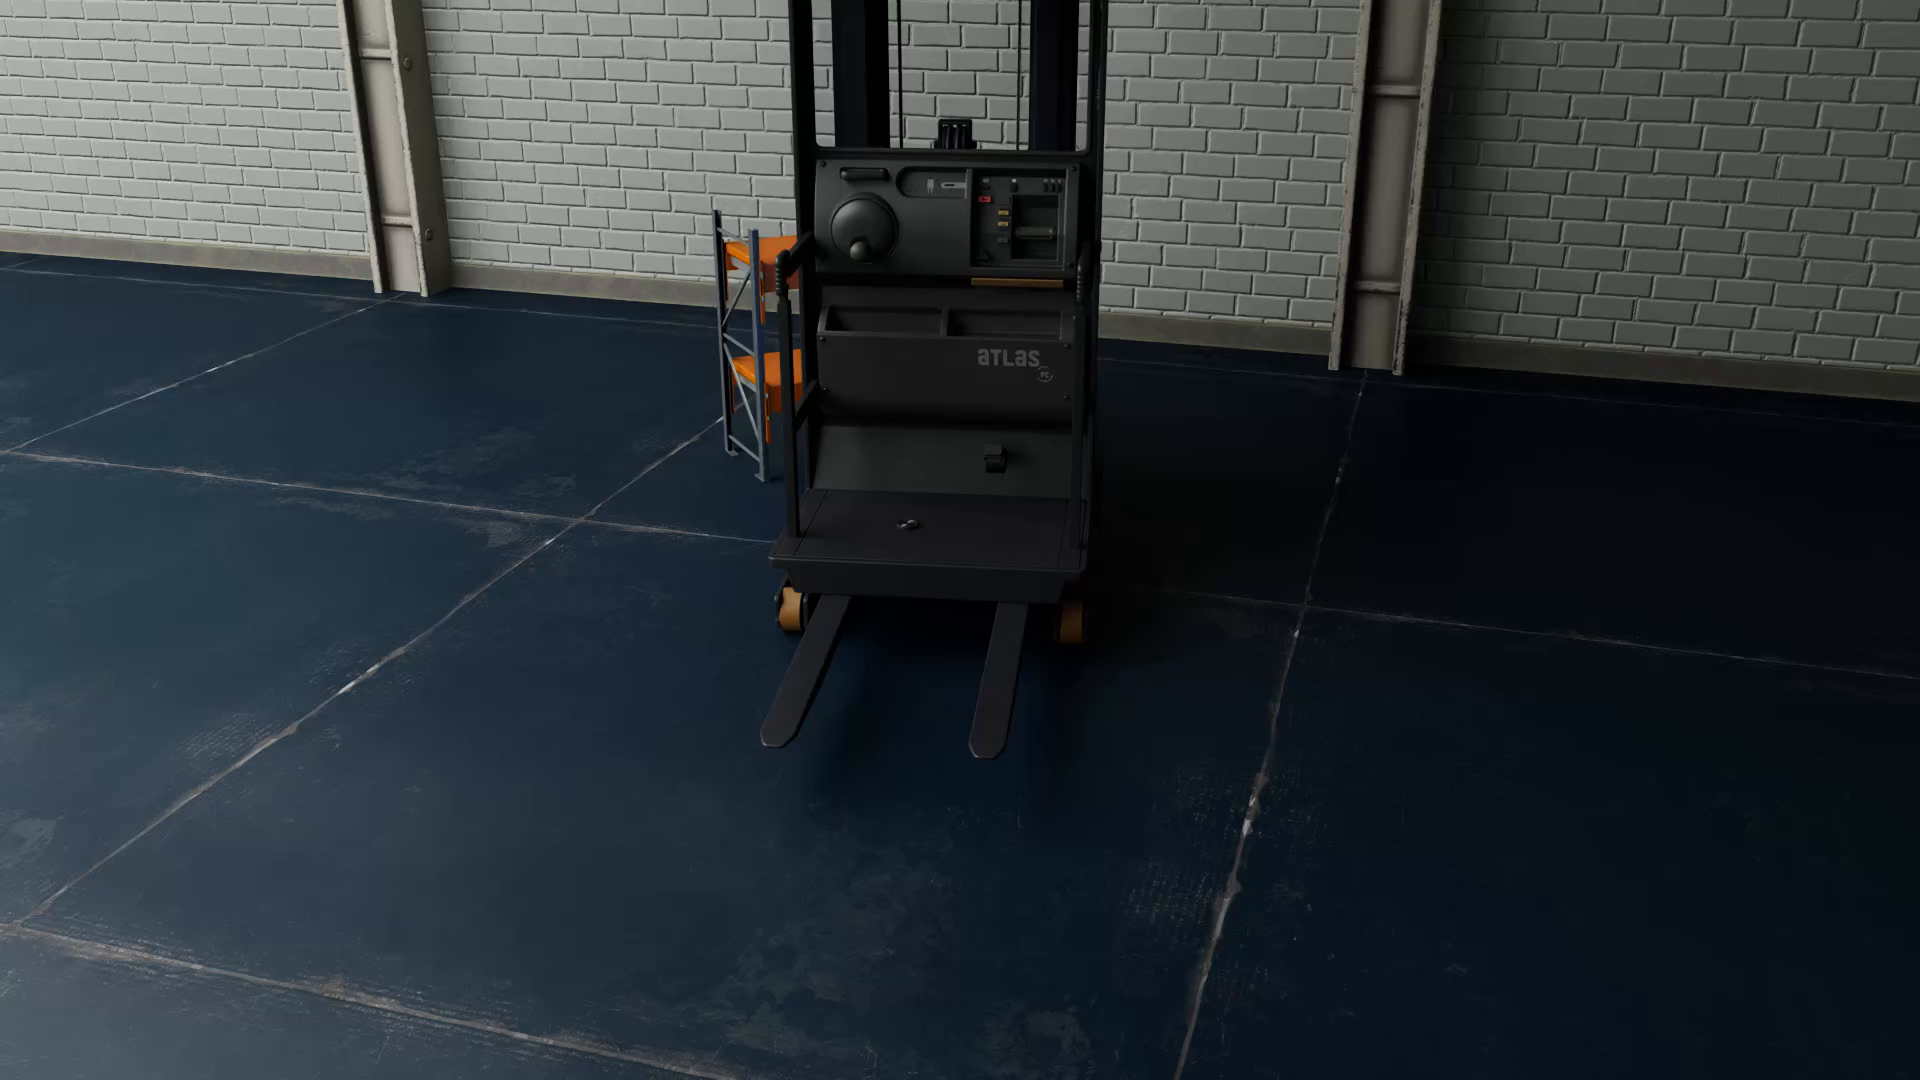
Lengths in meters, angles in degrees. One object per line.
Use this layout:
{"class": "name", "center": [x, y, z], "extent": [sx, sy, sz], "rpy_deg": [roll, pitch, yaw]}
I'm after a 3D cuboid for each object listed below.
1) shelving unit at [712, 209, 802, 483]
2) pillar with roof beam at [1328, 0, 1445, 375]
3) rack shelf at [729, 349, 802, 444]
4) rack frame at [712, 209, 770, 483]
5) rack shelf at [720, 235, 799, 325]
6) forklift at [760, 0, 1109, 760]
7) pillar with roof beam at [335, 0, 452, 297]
{"class": "shelving unit", "center": [-0.523, -0.951, 7.606], "extent": [1.048, 1.125, 0.538], "rpy_deg": [-11, 25, -25]}
{"class": "pillar with roof beam", "center": [0.990, -3.559, 3.589], "extent": [0.400, 9.000, 9.100], "rpy_deg": [7, 23, 16]}
{"class": "rack shelf", "center": [-0.523, -0.725, 7.699], "extent": [1.000, 0.278, 0.538], "rpy_deg": [-11, 25, -25]}
{"class": "rack frame", "center": [-0.974, -0.862, 7.389], "extent": [0.032, 1.125, 0.500], "rpy_deg": [-11, 25, -25]}
{"class": "rack shelf", "center": [-0.523, -1.222, 7.495], "extent": [1.000, 0.278, 0.538], "rpy_deg": [-11, 25, -25]}
{"class": "forklift", "center": [-0.068, -1.120, 5.639], "extent": [1.130, 2.935, 3.031], "rpy_deg": [2, 22, 6]}
{"class": "pillar with roof beam", "center": [-4.754, -4.217, 5.193], "extent": [0.400, 9.000, 9.100], "rpy_deg": [7, 23, 16]}
